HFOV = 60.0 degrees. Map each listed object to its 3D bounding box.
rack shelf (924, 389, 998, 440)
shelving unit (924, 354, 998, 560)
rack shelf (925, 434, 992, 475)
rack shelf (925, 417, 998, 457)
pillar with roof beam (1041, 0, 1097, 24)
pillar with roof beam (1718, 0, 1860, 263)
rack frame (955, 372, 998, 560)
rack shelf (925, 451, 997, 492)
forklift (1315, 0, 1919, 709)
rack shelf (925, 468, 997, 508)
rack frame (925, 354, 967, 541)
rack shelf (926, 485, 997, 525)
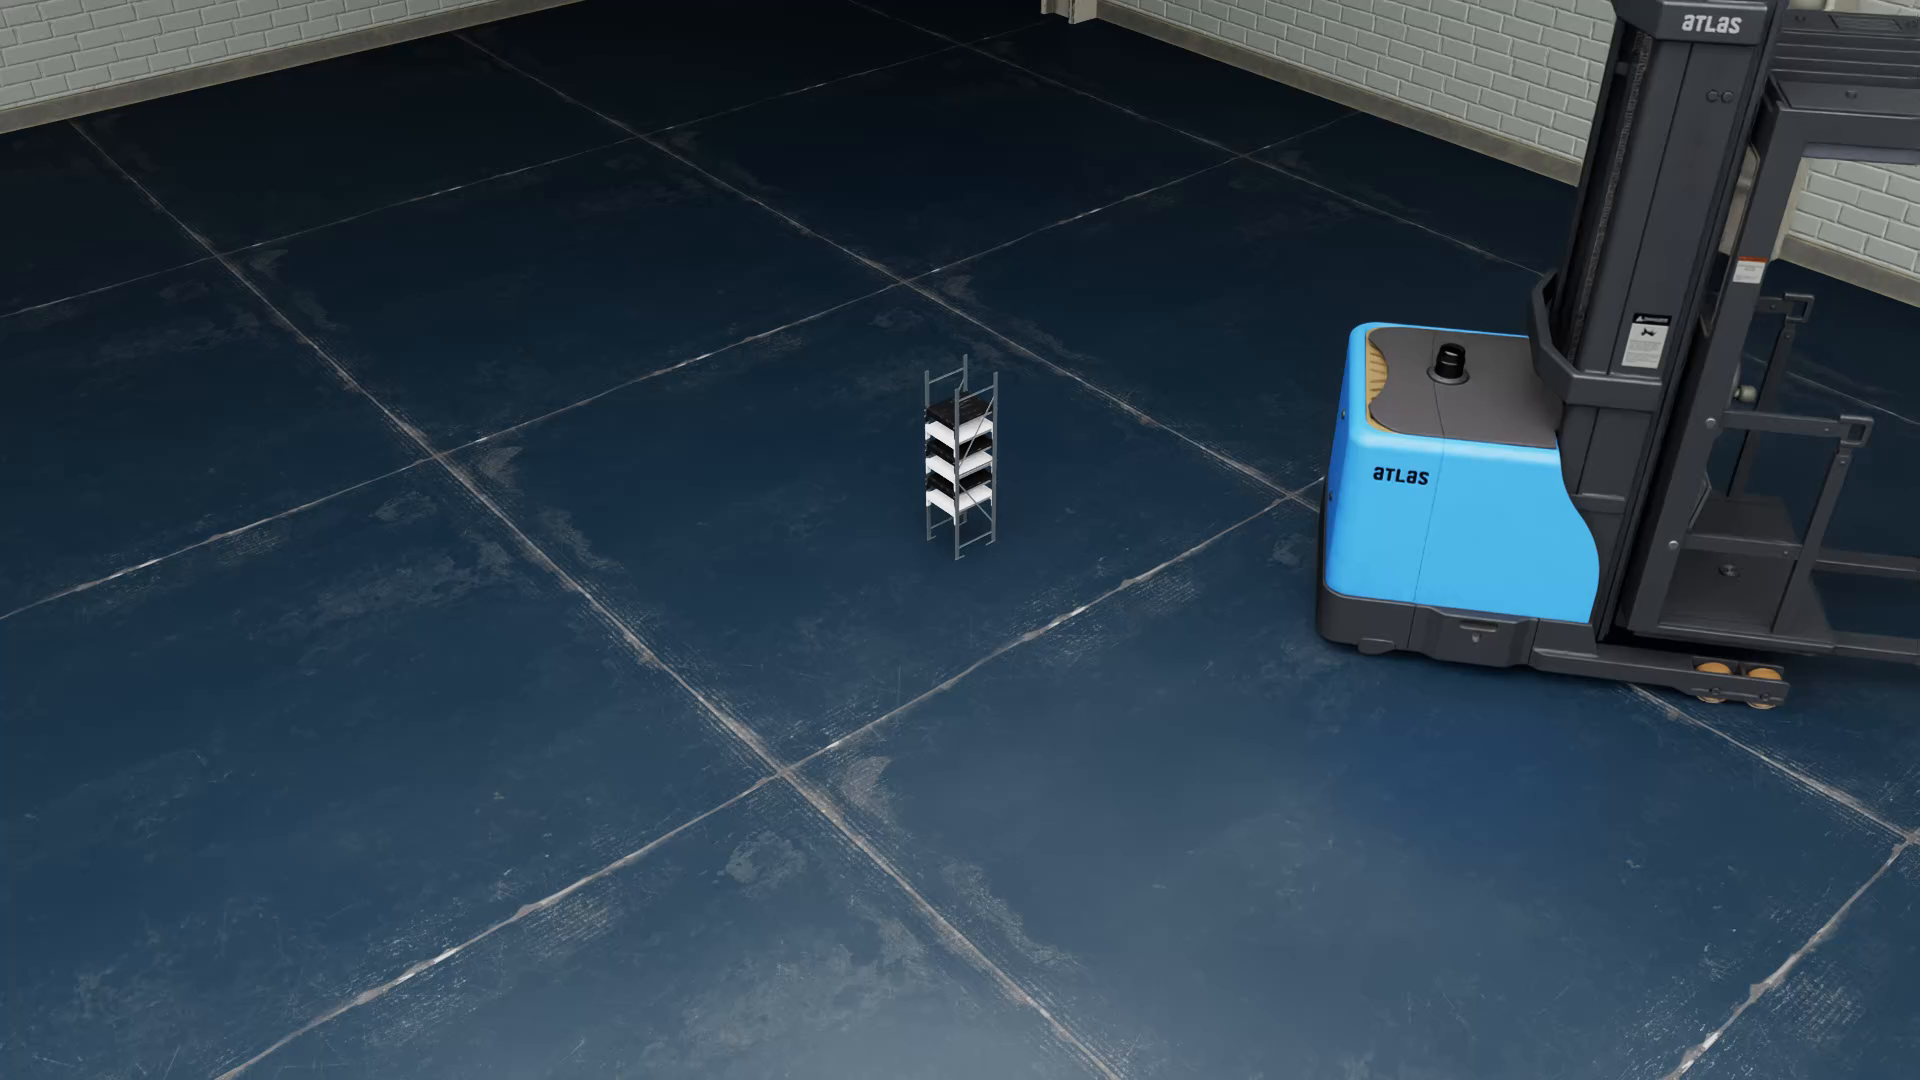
[{"bbox_3d":[0.005,-0.557,7.348,0.258,0.077,0.200,-26,43,-32],"label":"rack shelf"},{"bbox_3d":[0.005,-0.364,7.485,0.258,0.900,0.210,-26,43,-32],"label":"shelving unit"},{"bbox_3d":[0.005,-0.410,7.452,0.258,0.077,0.200,-26,43,-32],"label":"rack shelf"},{"bbox_3d":[0.005,-0.483,7.400,0.258,0.077,0.200,-26,43,-32],"label":"rack shelf"},{"bbox_3d":[-2.366,-6.489,9.126,9.100,9.000,0.400,-26,43,-32],"label":"pillar with roof beam"},{"bbox_3d":[1.506,-3.840,5.385,9.100,9.000,0.400,-26,43,-32],"label":"pillar with roof beam"},{"bbox_3d":[0.071,-0.319,7.421,0.240,0.900,0.006,-26,43,-32],"label":"rack frame"},{"bbox_3d":[0.005,-0.336,7.504,0.258,0.077,0.200,-26,43,-32],"label":"rack shelf"},{"bbox_3d":[3.088,-0.844,6.405,3.031,2.935,1.130,7,36,9],"label":"forklift"},{"bbox_3d":[0.005,-0.263,7.556,0.258,0.077,0.200,-26,43,-32],"label":"rack shelf"},{"bbox_3d":[-0.060,-0.409,7.548,0.240,0.900,0.006,-26,43,-32],"label":"rack frame"},{"bbox_3d":[0.005,-0.190,7.608,0.258,0.077,0.200,-26,43,-32],"label":"rack shelf"}]
